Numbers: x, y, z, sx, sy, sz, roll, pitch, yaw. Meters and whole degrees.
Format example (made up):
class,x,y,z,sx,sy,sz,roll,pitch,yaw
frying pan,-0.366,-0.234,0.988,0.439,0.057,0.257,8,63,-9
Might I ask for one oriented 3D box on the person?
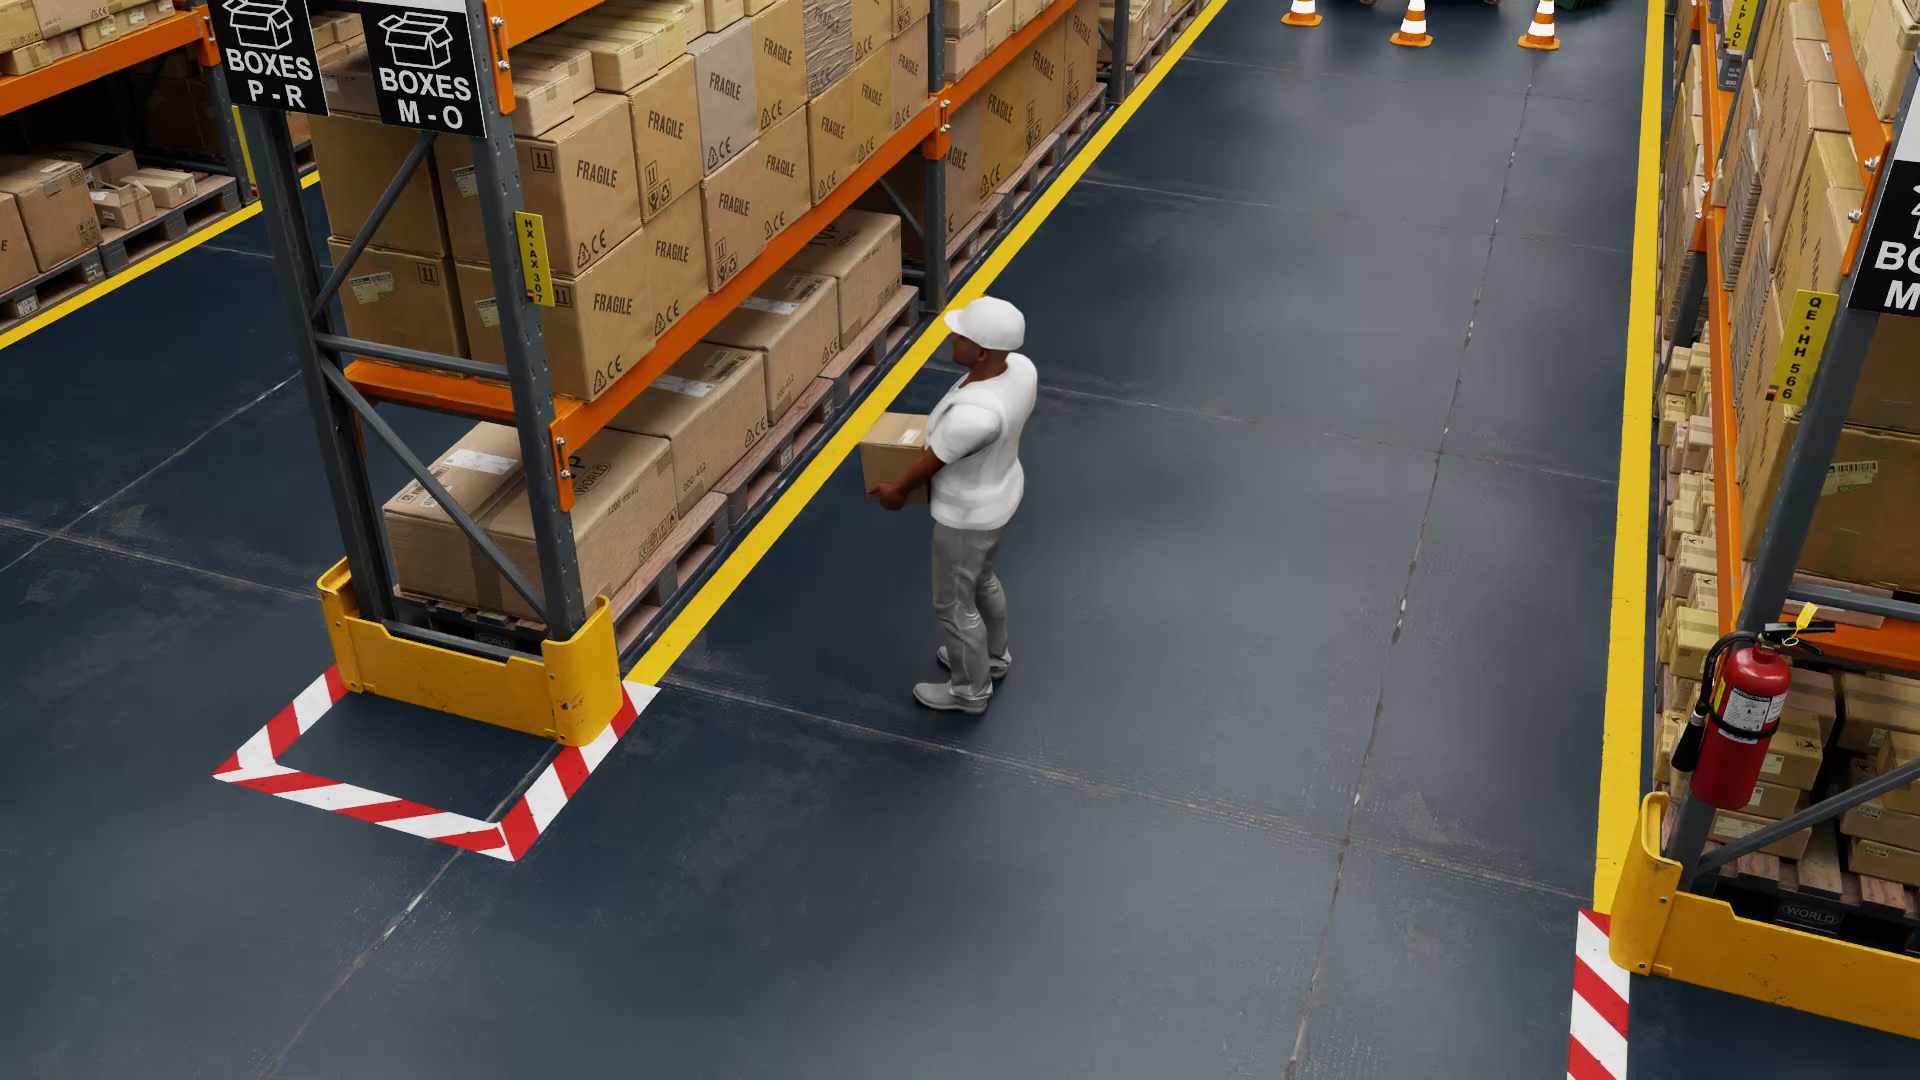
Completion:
class,x,y,z,sx,sy,sz,roll,pitch,yaw
person,-0.037,-0.140,6.338,0.577,1.761,0.502,11,35,17
